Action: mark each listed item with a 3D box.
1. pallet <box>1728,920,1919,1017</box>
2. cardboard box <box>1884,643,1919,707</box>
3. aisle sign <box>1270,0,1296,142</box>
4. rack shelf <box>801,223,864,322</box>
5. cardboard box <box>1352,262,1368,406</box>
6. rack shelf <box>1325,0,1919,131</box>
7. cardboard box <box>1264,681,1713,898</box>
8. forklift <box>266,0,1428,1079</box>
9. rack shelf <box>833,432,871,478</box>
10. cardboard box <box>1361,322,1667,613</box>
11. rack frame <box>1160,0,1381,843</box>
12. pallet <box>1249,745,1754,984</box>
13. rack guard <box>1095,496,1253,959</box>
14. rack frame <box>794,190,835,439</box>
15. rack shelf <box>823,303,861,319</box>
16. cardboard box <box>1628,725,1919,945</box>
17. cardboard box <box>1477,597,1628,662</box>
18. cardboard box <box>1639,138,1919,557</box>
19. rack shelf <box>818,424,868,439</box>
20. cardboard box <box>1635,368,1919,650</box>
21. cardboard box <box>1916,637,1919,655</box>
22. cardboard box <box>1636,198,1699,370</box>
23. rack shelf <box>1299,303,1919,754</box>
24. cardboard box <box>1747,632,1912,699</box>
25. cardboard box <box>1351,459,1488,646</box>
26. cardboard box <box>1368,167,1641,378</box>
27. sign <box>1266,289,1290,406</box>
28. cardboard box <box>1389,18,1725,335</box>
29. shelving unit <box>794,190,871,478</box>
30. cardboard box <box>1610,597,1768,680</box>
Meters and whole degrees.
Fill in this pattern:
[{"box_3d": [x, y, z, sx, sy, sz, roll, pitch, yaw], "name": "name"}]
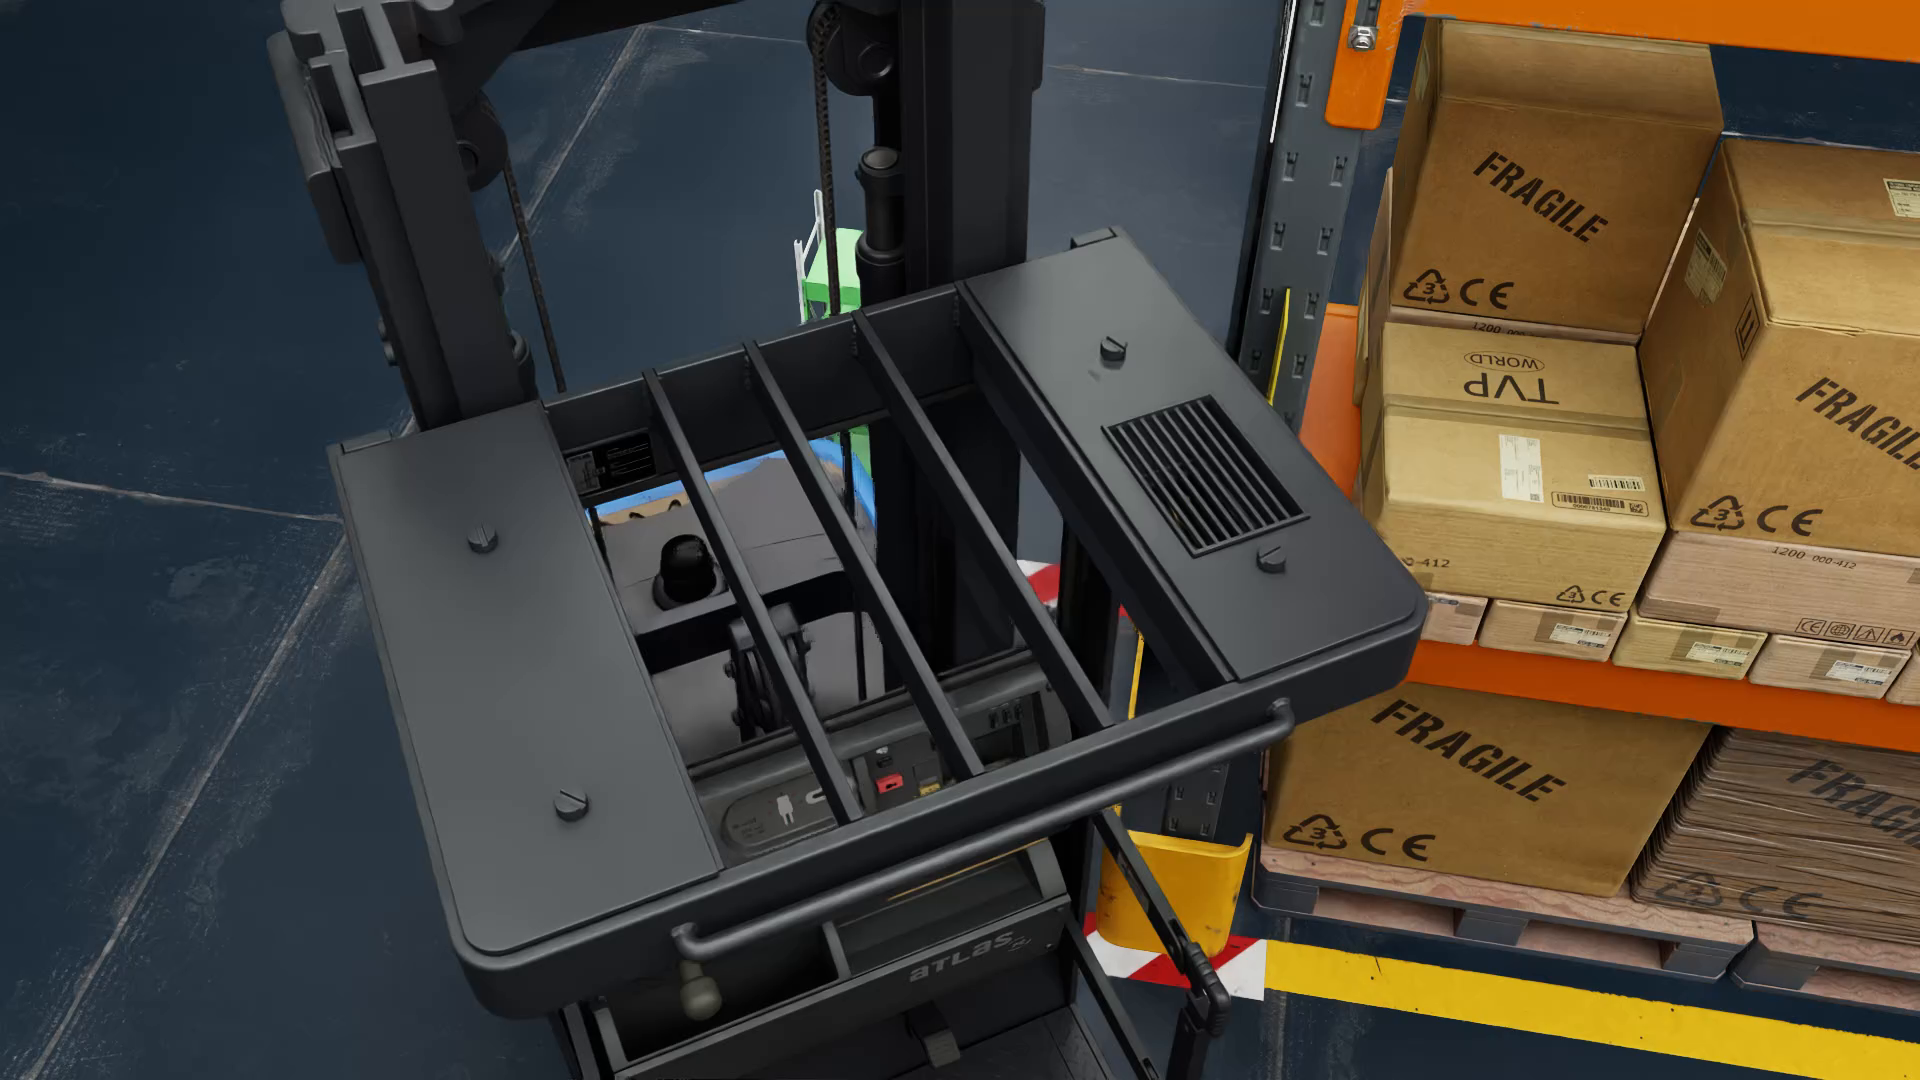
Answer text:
[{"box_3d": [2.638, 0.781, 4.407, 1.213, 0.211, 1.003, 8, 49, 7], "name": "pallet"}, {"box_3d": [1.942, 0.144, 3.273, 0.250, 0.149, 0.380, 7, 48, 6], "name": "cardboard box"}, {"box_3d": [0.516, -1.022, 2.404, 0.004, 0.787, 0.394, 8, 49, 7], "name": "aisle sign"}, {"box_3d": [-0.163, -0.701, 4.514, 0.480, 0.148, 0.258, 8, 49, 7], "name": "rack shelf"}, {"box_3d": [1.049, -0.473, 3.827, 0.250, 0.149, 0.380, 9, 49, 8], "name": "cardboard box"}, {"box_3d": [2.608, -0.860, 2.474, 4.000, 0.370, 1.077, 8, 49, 7], "name": "rack shelf"}, {"box_3d": [1.284, 0.233, 4.170, 0.875, 0.875, 0.875, 8, 49, 7], "name": "cardboard box"}, {"box_3d": [-0.147, 0.619, 2.723, 1.130, 2.935, 3.031, -18, 51, -16], "name": "forklift"}, {"box_3d": [-0.163, -0.220, 5.049, 0.480, 0.148, 0.258, 8, 49, 7], "name": "rack shelf"}, {"box_3d": [1.064, -0.151, 3.270, 0.500, 0.250, 0.500, 7, 48, 6], "name": "cardboard box"}, {"box_3d": [0.640, -0.363, 3.559, 0.127, 3.000, 1.000, 8, 49, 7], "name": "rack frame"}, {"box_3d": [1.441, 0.618, 4.553, 1.213, 0.211, 1.003, 8, 49, 7], "name": "pallet"}, {"box_3d": [0.616, 0.469, 4.492, 0.348, 0.500, 1.175, 8, 49, 7], "name": "rack guard"}, {"box_3d": [-0.403, -0.455, 4.852, 0.015, 1.200, 0.240, 8, 49, 7], "name": "rack frame"}, {"box_3d": [-0.163, -0.541, 4.692, 0.480, 0.148, 0.258, 8, 49, 7], "name": "rack shelf"}, {"box_3d": [2.180, 0.353, 4.062, 0.875, 0.875, 0.875, 8, 49, 7], "name": "cardboard box"}, {"box_3d": [1.183, 0.043, 3.364, 0.250, 0.149, 0.380, 7, 48, 6], "name": "cardboard box"}, {"box_3d": [1.556, -0.335, 2.932, 0.500, 0.500, 0.500, 7, 48, 6], "name": "cardboard box"}, {"box_3d": [-0.163, -0.380, 4.871, 0.480, 0.148, 0.258, 8, 49, 7], "name": "rack shelf"}, {"box_3d": [1.577, -0.087, 3.212, 0.500, 0.250, 0.500, 7, 48, 6], "name": "cardboard box"}, {"box_3d": [2.071, -0.018, 3.150, 0.500, 0.250, 0.500, 6, 48, 6], "name": "cardboard box"}, {"box_3d": [1.663, -0.475, 3.561, 0.500, 0.250, 0.500, 7, 48, 6], "name": "cardboard box"}, {"box_3d": [2.608, 0.142, 3.589, 4.000, 0.370, 1.077, 8, 49, 7], "name": "rack shelf"}, {"box_3d": [1.692, 0.110, 3.304, 0.250, 0.149, 0.380, 7, 48, 6], "name": "cardboard box"}, {"box_3d": [0.931, 0.010, 3.394, 0.250, 0.149, 0.380, 8, 49, 7], "name": "cardboard box"}, {"box_3d": [1.164, -0.542, 3.622, 0.500, 0.250, 0.500, 7, 48, 6], "name": "cardboard box"}, {"box_3d": [0.535, -0.273, 2.844, 0.005, 0.325, 0.100, 8, 49, 7], "name": "sign"}, {"box_3d": [1.166, -0.791, 3.341, 0.500, 0.500, 0.500, 8, 49, 7], "name": "cardboard box"}, {"box_3d": [-0.163, -0.423, 4.823, 0.503, 1.200, 0.258, 8, 49, 7], "name": "shelving unit"}, {"box_3d": [1.435, 0.076, 3.334, 0.250, 0.149, 0.380, 7, 48, 6], "name": "cardboard box"}]
